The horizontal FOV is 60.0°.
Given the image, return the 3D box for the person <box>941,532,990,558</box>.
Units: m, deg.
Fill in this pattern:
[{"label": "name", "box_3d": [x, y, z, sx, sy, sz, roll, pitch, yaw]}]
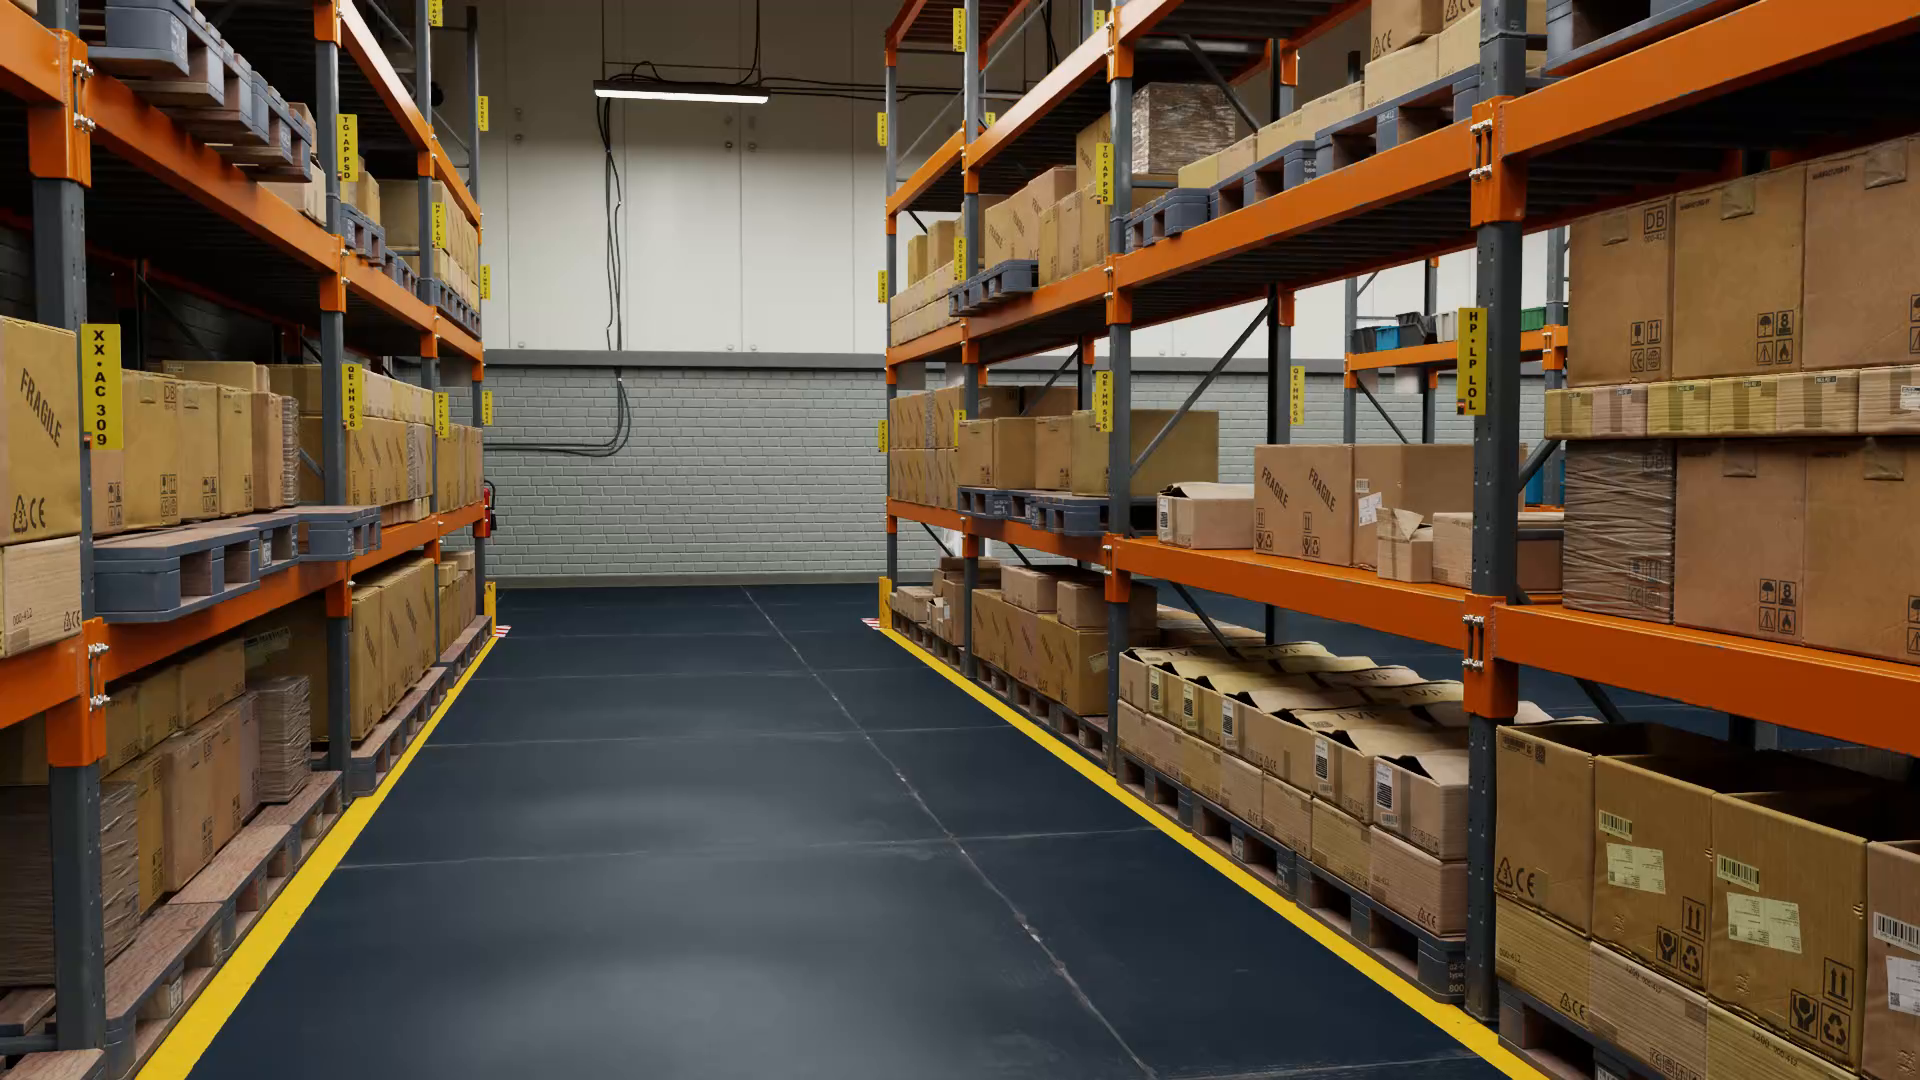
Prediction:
[{"label": "person", "box_3d": [0.072, 0.367, 19.306, 0.548, 0.898, 0.974, -1, 3, -12]}]
